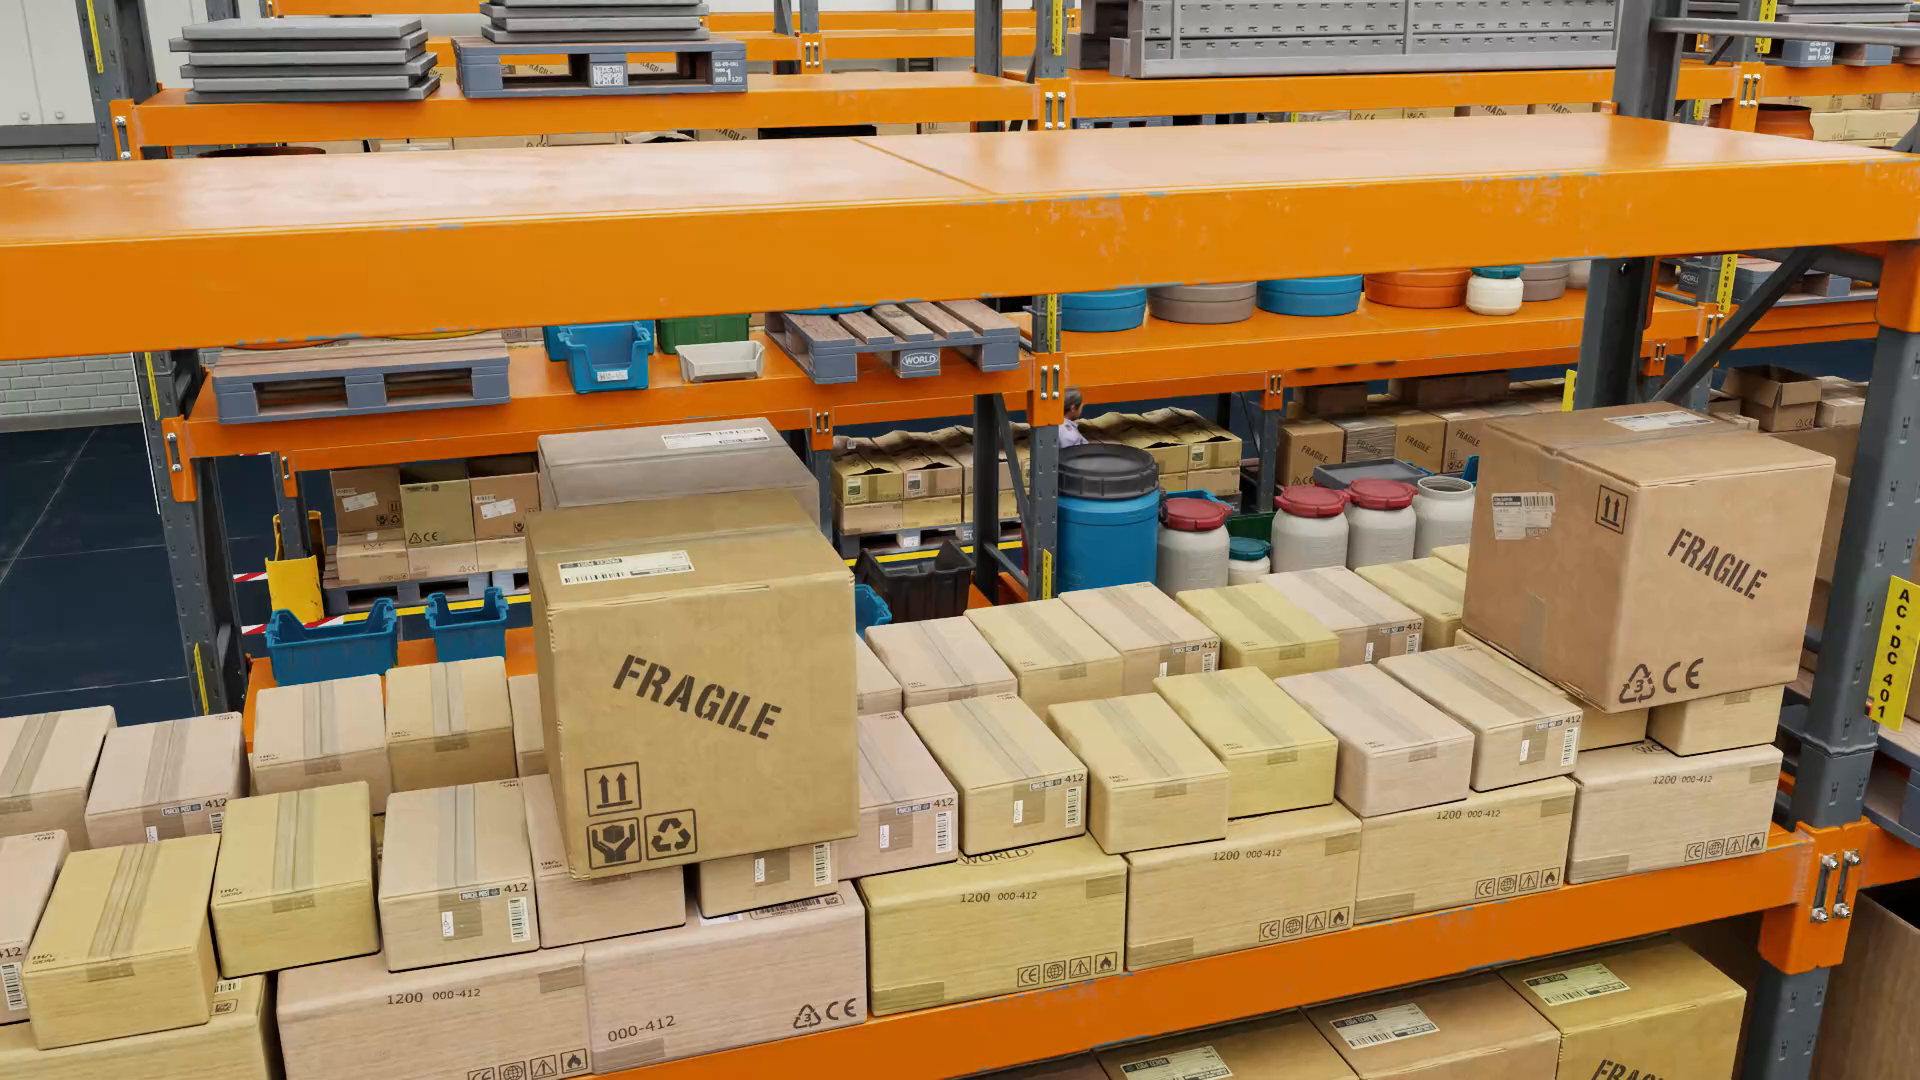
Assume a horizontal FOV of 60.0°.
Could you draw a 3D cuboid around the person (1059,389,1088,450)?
[{"bbox_3d":[0.797,-0.341,12.588,0.339,1.642,0.474,-6,20,-16],"label":"person"}]
